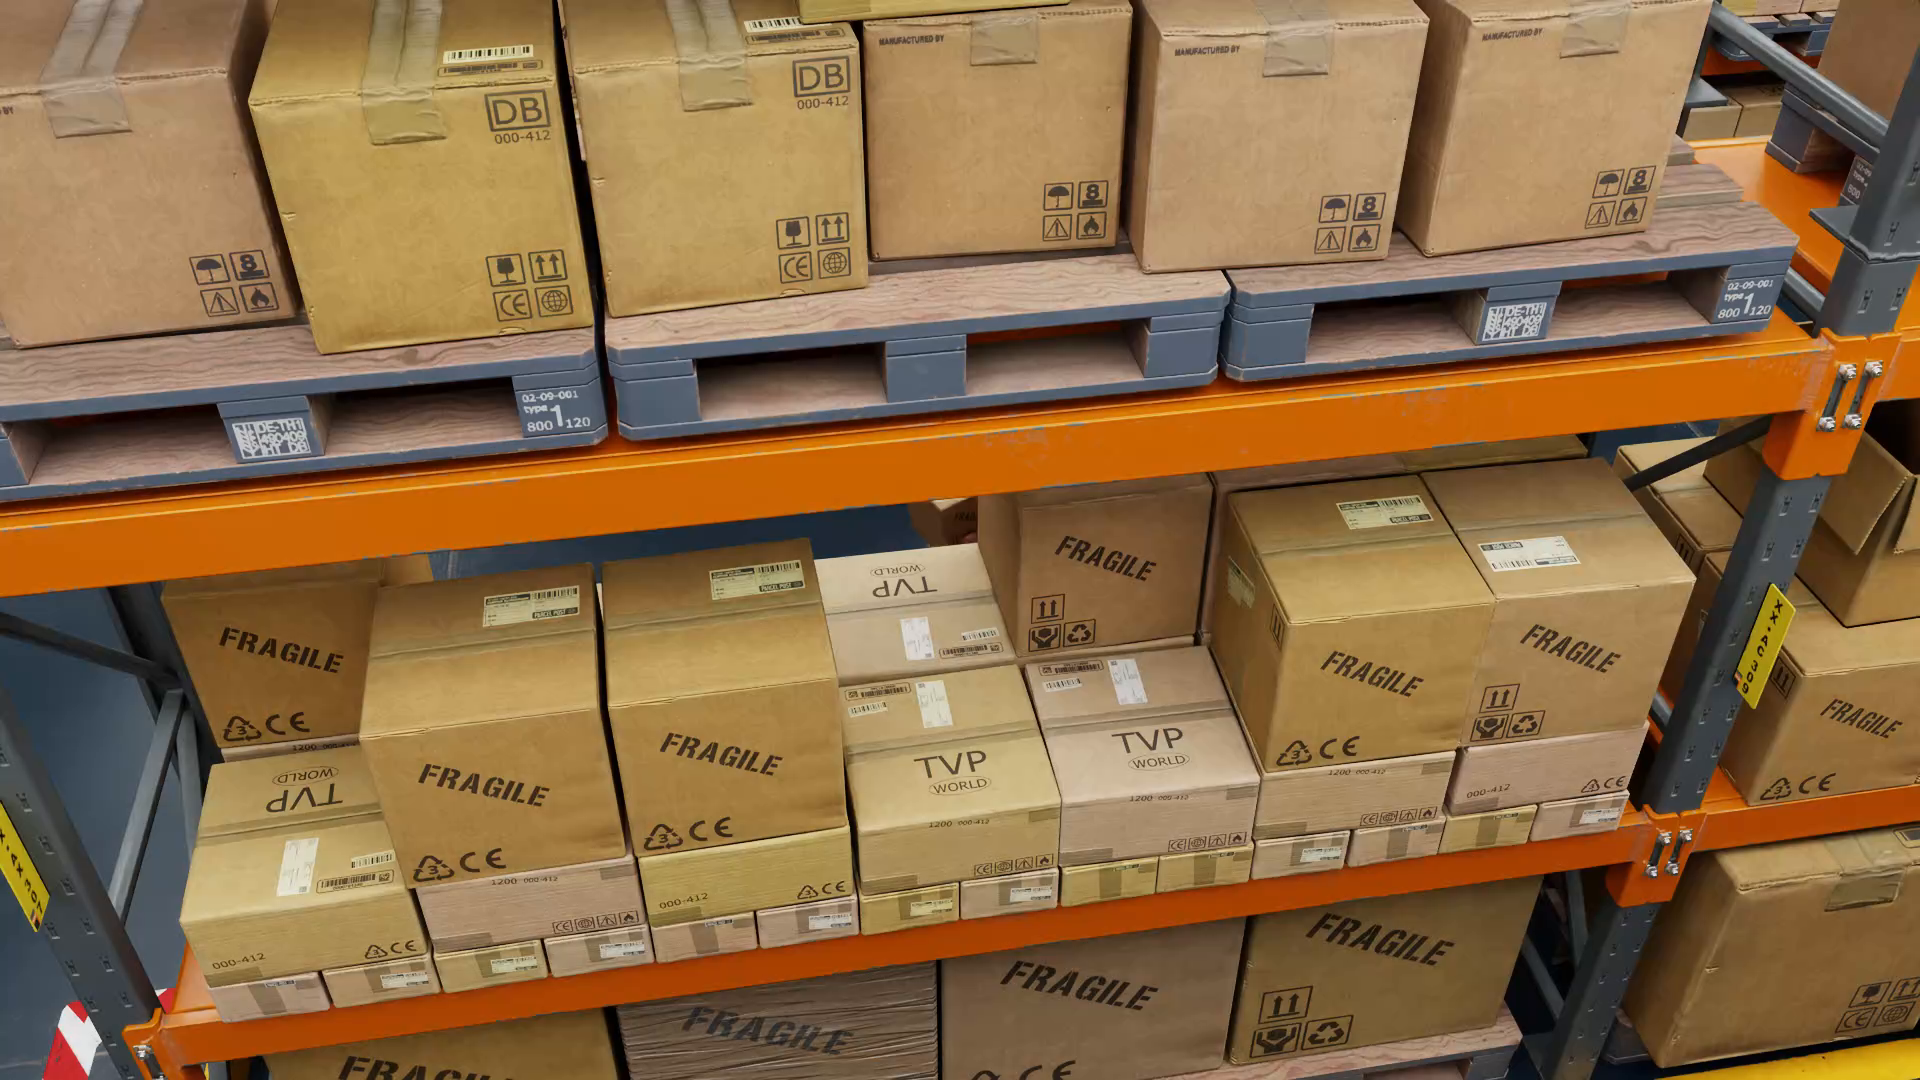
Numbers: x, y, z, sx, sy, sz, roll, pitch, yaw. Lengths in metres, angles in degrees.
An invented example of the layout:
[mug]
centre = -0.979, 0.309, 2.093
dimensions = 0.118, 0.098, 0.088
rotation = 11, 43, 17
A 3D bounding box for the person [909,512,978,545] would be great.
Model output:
[person]
centre = 0.139, -0.065, 6.222
dimensions = 0.586, 1.758, 0.503
rotation = -22, 44, -26
